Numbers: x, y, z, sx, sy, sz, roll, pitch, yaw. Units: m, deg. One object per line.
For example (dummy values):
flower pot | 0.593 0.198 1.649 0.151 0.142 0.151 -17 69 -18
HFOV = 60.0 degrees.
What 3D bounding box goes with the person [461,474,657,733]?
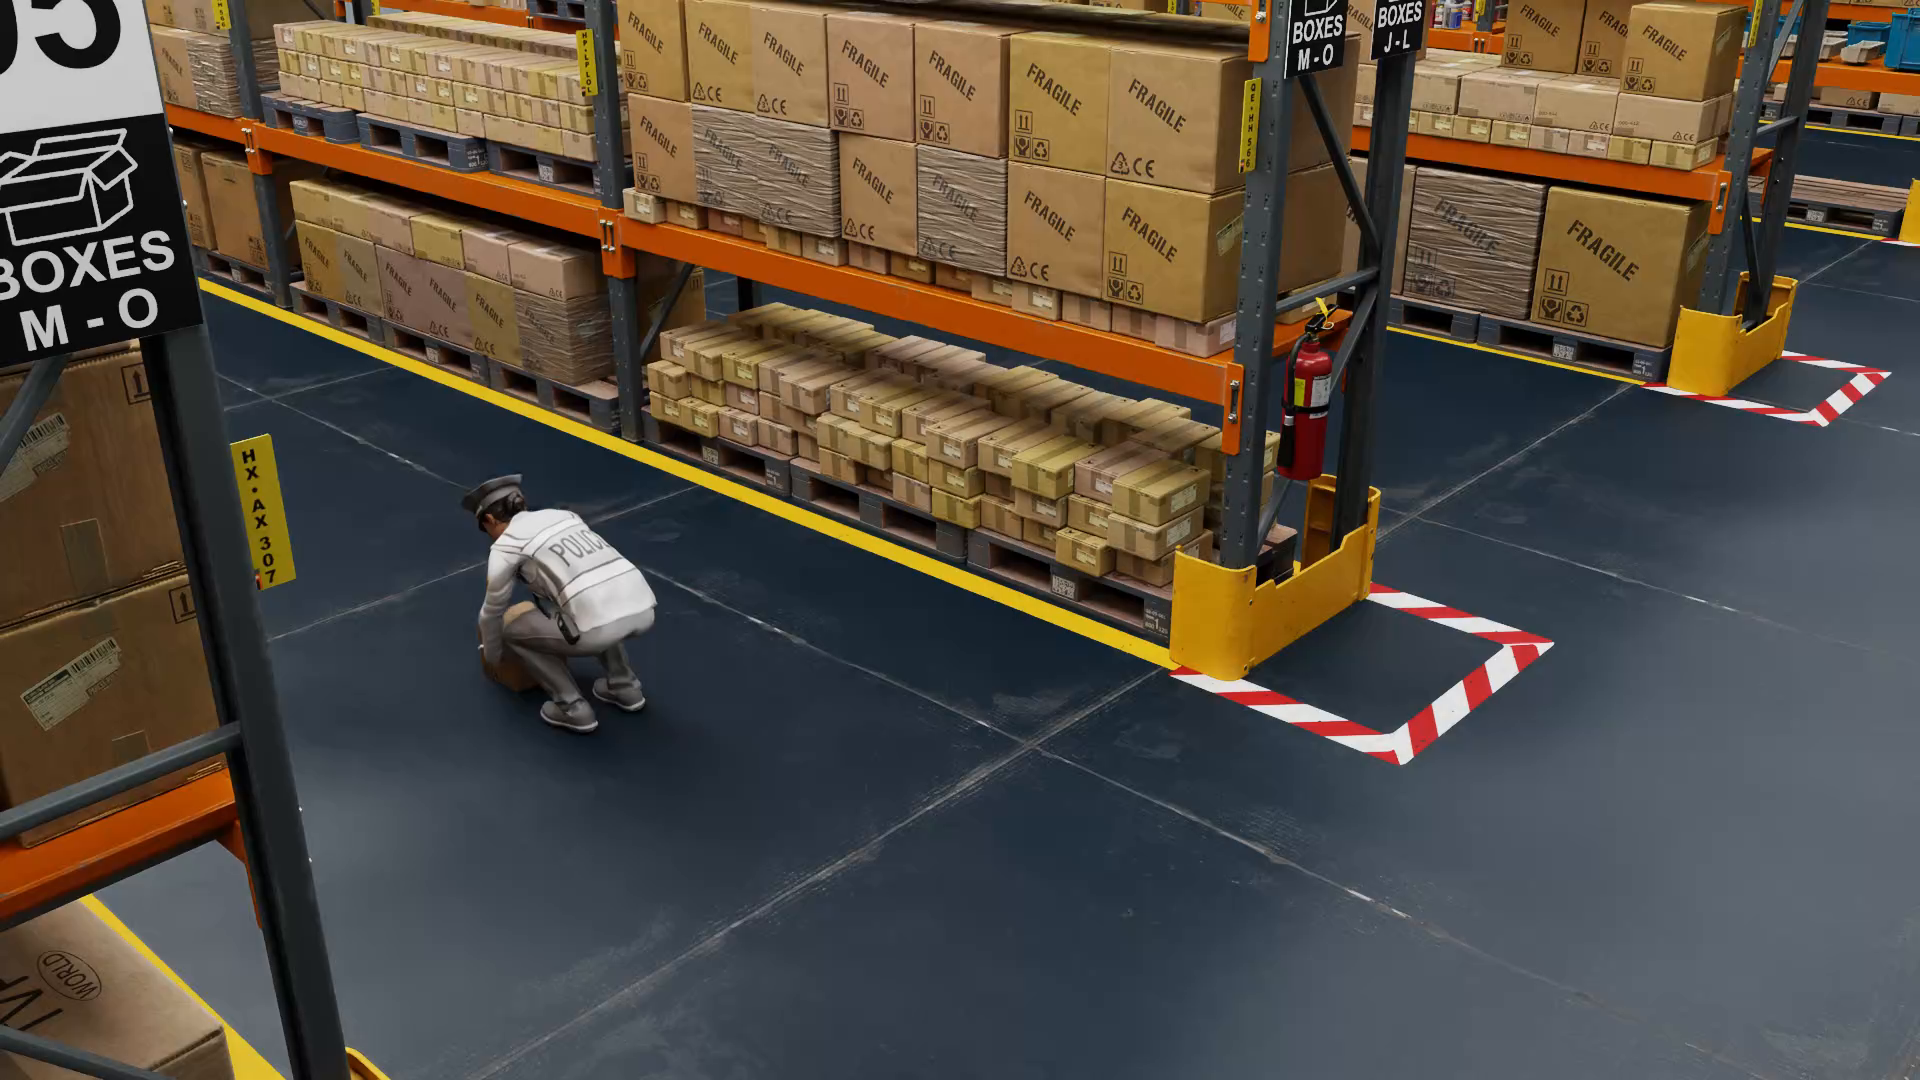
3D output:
person | -1.568 0.233 6.490 0.853 0.928 0.486 20 31 37
